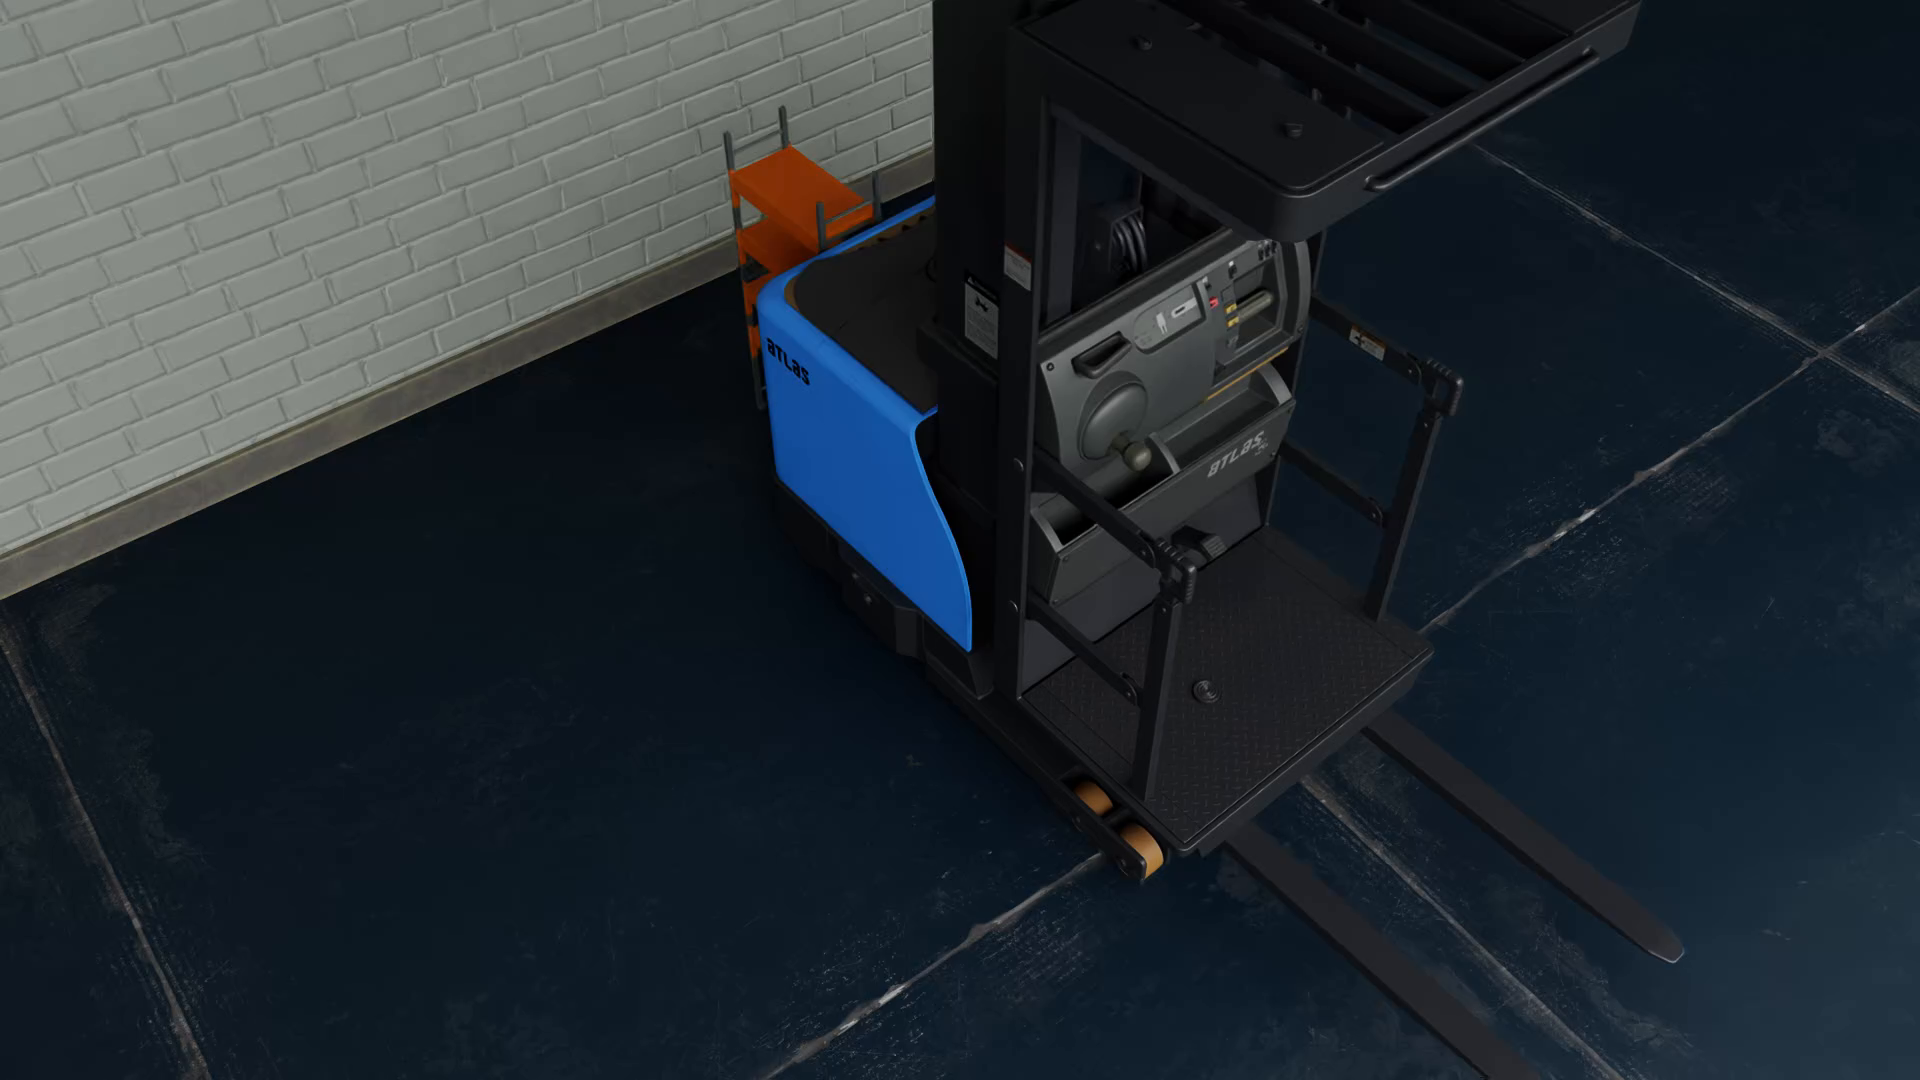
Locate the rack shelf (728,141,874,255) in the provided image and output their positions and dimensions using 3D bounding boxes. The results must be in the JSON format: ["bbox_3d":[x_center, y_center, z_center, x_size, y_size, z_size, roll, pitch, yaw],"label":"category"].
[{"bbox_3d":[-0.503,-1.077,5.386,0.258,0.148,0.480,-32,55,-26],"label":"rack shelf"}]

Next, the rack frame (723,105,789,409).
[{"bbox_3d":[-0.661,-0.951,5.802,0.240,1.200,0.015,-32,55,-26],"label":"rack frame"}]

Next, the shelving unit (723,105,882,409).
[{"bbox_3d":[-0.503,-0.813,5.677,0.258,1.200,0.503,-32,55,-26],"label":"shelving unit"}]

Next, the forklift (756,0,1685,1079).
[{"bbox_3d":[0.707,-0.426,4.158,1.130,2.935,3.031,-32,55,-26],"label":"forklift"}]

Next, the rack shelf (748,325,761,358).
[{"bbox_3d":[-0.503,-0.635,5.874,0.258,0.148,0.480,-32,55,-26],"label":"rack shelf"}]

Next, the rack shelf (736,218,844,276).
[{"bbox_3d":[-0.503,-0.918,5.562,0.258,0.148,0.480,-32,55,-26],"label":"rack shelf"}]

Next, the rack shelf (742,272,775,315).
[{"bbox_3d":[-0.503,-0.768,5.727,0.258,0.148,0.480,-32,55,-26],"label":"rack shelf"}]

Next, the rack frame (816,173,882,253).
[{"bbox_3d":[-0.344,-0.676,5.553,0.240,1.200,0.015,-32,55,-26],"label":"rack frame"}]
